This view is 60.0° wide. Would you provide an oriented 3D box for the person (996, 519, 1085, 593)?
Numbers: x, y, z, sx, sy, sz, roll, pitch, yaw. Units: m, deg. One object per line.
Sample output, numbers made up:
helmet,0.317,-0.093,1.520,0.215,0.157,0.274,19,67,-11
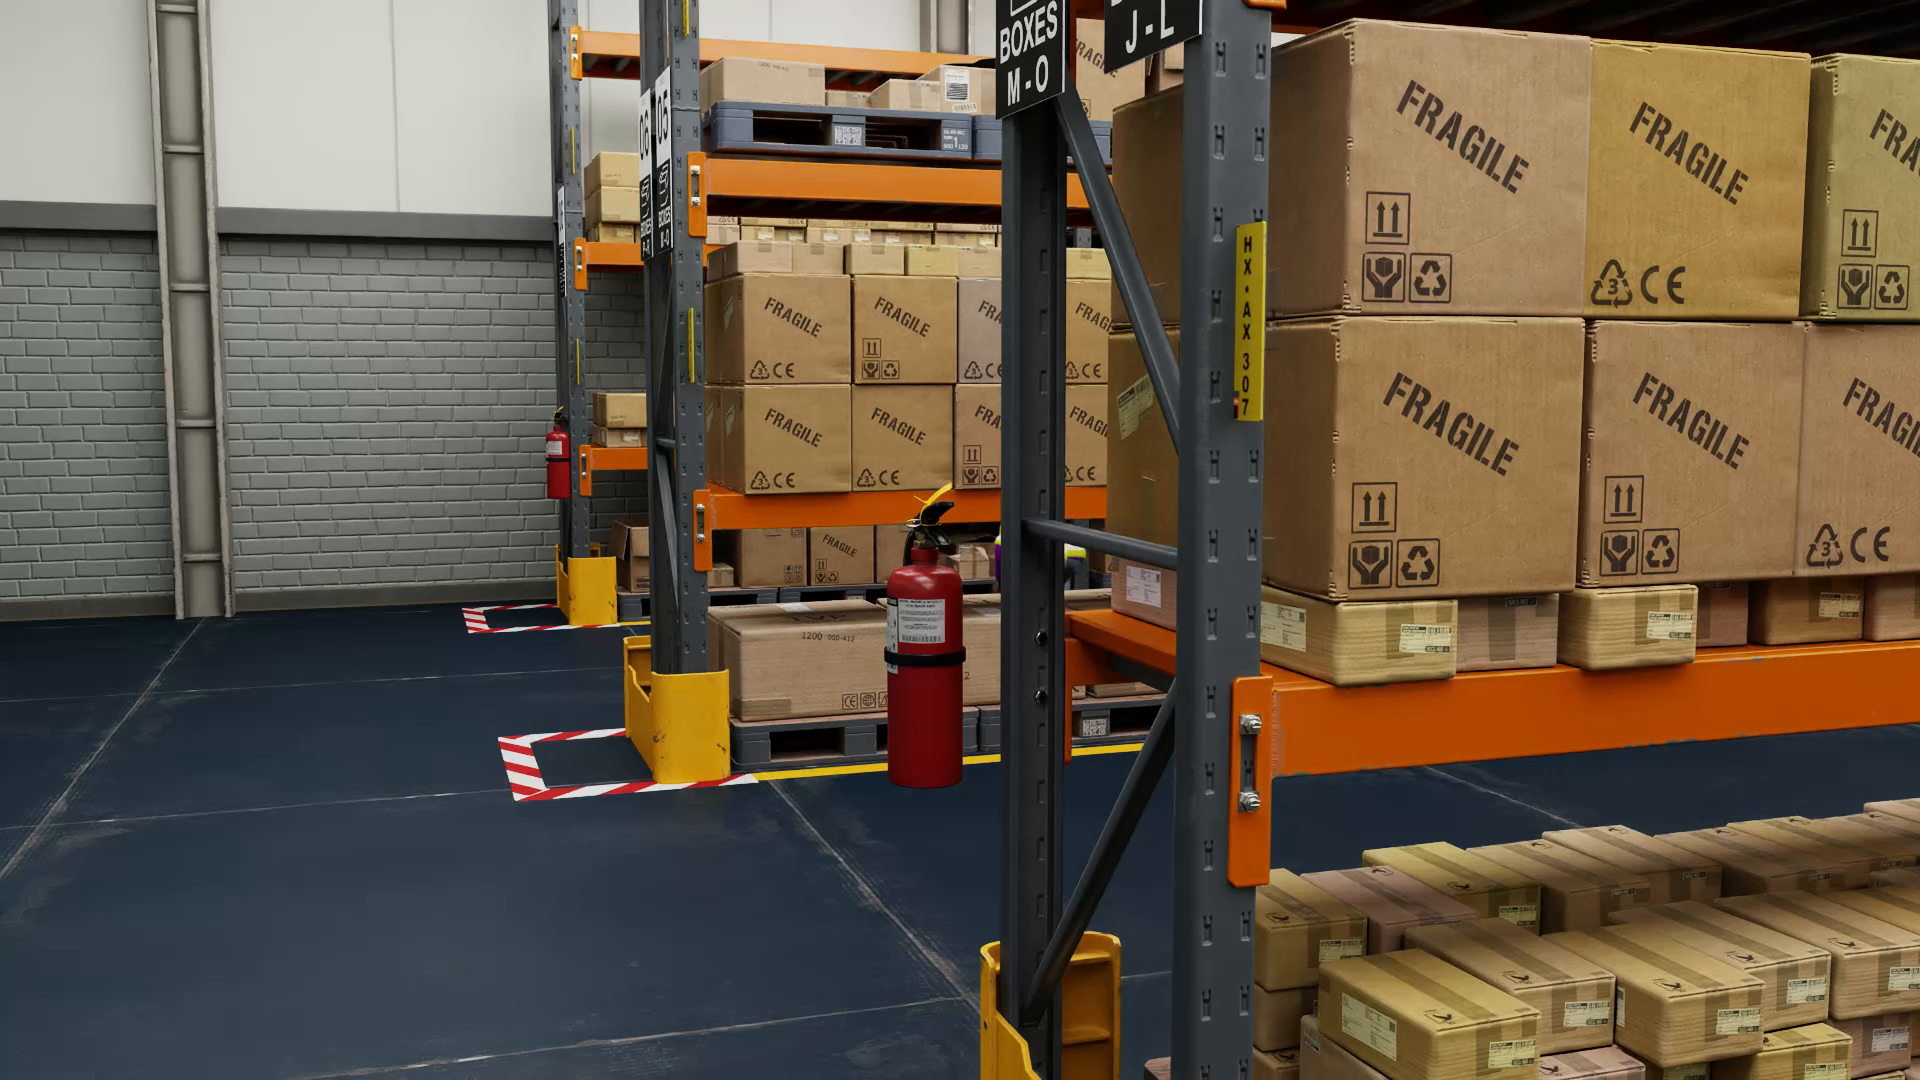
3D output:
person,0.538,0.154,12.039,0.501,0.993,0.975,-2,6,-22
